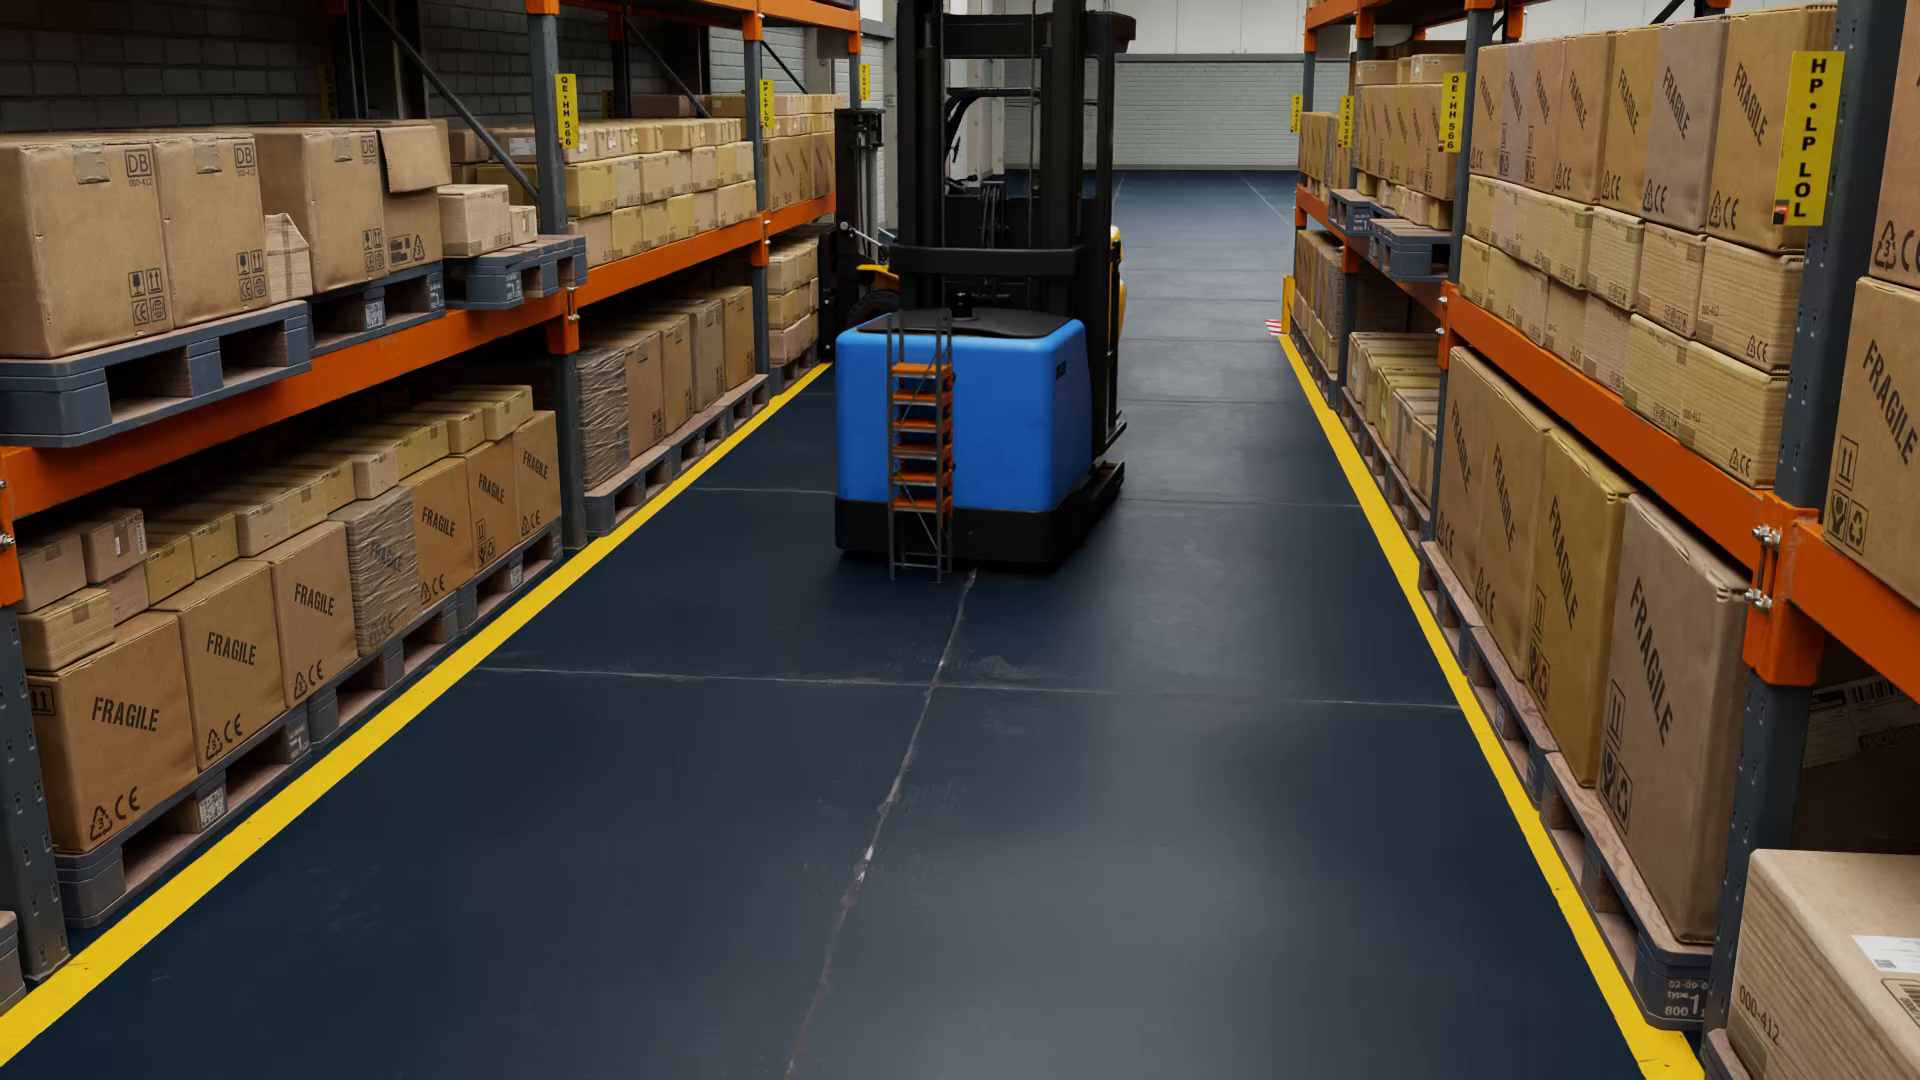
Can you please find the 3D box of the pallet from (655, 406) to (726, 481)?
[{"bbox_3d":[-2.036,-0.600,9.977,1.003,0.211,1.213,2,15,6],"label":"pallet"}]

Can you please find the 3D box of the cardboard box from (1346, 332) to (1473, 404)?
[{"bbox_3d":[3.020,-1.109,10.745,0.950,0.372,0.625,2,15,7],"label":"cardboard box"}]

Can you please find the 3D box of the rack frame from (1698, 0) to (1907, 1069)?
[{"bbox_3d":[2.174,-0.236,3.287,1.000,3.000,0.127,2,15,6],"label":"rack frame"}]

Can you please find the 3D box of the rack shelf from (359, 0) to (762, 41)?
[{"bbox_3d":[-2.082,-3.038,9.282,1.077,0.370,4.000,2,15,6],"label":"rack shelf"}]

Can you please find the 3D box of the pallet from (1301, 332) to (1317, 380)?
[{"bbox_3d":[3.252,-1.457,13.146,1.003,0.211,1.213,2,15,6],"label":"pallet"}]

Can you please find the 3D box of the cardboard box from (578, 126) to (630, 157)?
[{"bbox_3d":[-1.929,-2.059,8.595,0.380,0.149,0.250,2,15,7],"label":"cardboard box"}]

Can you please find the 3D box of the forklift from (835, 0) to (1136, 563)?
[{"bbox_3d":[0.284,-1.650,8.650,1.130,2.935,3.031,4,16,14],"label":"forklift"}]

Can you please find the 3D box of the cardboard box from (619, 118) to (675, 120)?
[{"bbox_3d":[-2.109,-2.732,11.086,0.380,0.149,0.250,1,15,5],"label":"cardboard box"}]

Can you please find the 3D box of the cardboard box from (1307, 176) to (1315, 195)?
[{"bbox_3d":[3.084,-2.948,13.799,0.380,0.149,0.250,2,15,7],"label":"cardboard box"}]

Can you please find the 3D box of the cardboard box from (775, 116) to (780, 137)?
[{"bbox_3d":[-1.529,-3.028,12.179,0.380,0.149,0.250,2,15,6],"label":"cardboard box"}]

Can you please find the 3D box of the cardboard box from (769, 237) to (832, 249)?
[{"bbox_3d":[-1.310,-2.328,13.572,0.500,0.250,0.500,1,15,5],"label":"cardboard box"}]

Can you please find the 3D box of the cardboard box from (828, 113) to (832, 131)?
[{"bbox_3d":[-1.277,-3.489,13.885,0.380,0.149,0.250,1,15,4],"label":"cardboard box"}]

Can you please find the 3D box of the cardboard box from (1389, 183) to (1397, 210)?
[{"bbox_3d":[2.524,-1.851,8.937,0.380,0.149,0.250,1,15,4],"label":"cardboard box"}]

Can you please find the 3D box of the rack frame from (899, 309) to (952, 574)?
[{"bbox_3d":[-0.153,-0.434,7.468,0.240,1.200,0.006,4,16,14],"label":"rack frame"}]

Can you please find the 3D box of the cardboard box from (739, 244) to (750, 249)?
[{"bbox_3d":[-1.880,-2.210,13.136,0.500,0.250,0.500,2,15,7],"label":"cardboard box"}]

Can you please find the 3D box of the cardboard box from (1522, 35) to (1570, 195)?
[{"bbox_3d":[2.206,-1.421,5.563,0.500,0.500,0.500,2,15,8],"label":"cardboard box"}]

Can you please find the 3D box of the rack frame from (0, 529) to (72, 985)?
[{"bbox_3d":[-2.759,-0.381,3.824,1.000,3.000,0.127,2,15,6],"label":"rack frame"}]

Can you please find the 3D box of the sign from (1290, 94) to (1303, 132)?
[{"bbox_3d":[2.989,-3.782,14.743,0.100,0.325,0.005,2,15,6],"label":"sign"}]

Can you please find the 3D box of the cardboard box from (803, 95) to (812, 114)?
[{"bbox_3d":[-1.403,-3.501,13.359,0.380,0.149,0.250,2,15,7],"label":"cardboard box"}]

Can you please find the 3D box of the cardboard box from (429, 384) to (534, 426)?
[{"bbox_3d":[-2.111,-0.592,7.347,0.380,0.149,0.250,1,15,4],"label":"cardboard box"}]

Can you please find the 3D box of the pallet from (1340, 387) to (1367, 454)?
[{"bbox_3d":[2.990,-0.763,10.578,1.003,0.211,1.213,2,15,6],"label":"pallet"}]

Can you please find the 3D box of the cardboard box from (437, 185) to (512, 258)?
[{"bbox_3d":[-2.105,-1.266,6.579,0.500,0.250,0.500,1,15,4],"label":"cardboard box"}]

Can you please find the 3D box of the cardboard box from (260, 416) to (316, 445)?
[{"bbox_3d":[-2.804,-0.399,6.632,0.380,0.149,0.250,1,15,4],"label":"cardboard box"}]

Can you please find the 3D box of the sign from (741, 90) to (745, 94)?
[{"bbox_3d":[-1.955,-3.967,15.277,0.100,0.325,0.005,2,15,6],"label":"sign"}]

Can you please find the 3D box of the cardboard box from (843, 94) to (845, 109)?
[{"bbox_3d":[-1.236,-3.899,14.831,0.380,0.149,0.250,2,15,6],"label":"cardboard box"}]

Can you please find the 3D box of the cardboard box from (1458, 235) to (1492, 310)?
[{"bbox_3d":[2.320,-1.081,6.702,0.500,0.250,0.500,1,15,5],"label":"cardboard box"}]

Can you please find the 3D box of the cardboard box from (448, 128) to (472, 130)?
[{"bbox_3d":[-2.553,-1.941,8.161,0.380,0.149,0.250,2,15,8],"label":"cardboard box"}]

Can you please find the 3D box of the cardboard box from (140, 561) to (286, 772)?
[{"bbox_3d":[-2.430,0.366,5.047,0.500,0.500,0.500,1,15,6],"label":"cardboard box"}]

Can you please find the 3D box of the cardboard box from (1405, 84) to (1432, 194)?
[{"bbox_3d":[2.448,-1.928,7.981,0.500,0.500,0.500,1,15,5],"label":"cardboard box"}]

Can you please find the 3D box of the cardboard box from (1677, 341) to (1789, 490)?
[{"bbox_3d":[1.974,-0.287,3.765,0.500,0.250,0.500,1,15,5],"label":"cardboard box"}]

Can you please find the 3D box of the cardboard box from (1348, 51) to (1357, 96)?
[{"bbox_3d":[3.687,-3.884,14.101,0.700,0.500,0.500,1,15,5],"label":"cardboard box"}]

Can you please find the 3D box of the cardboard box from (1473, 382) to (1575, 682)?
[{"bbox_3d":[2.360,-0.042,5.838,0.875,0.875,0.875,2,15,7],"label":"cardboard box"}]

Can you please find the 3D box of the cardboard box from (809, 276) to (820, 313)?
[{"bbox_3d":[-1.372,-1.950,13.131,0.500,0.250,0.500,2,15,6],"label":"cardboard box"}]

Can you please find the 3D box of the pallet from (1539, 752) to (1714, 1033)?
[{"bbox_3d":[2.186,0.908,4.400,1.003,0.211,1.213,2,15,6],"label":"pallet"}]

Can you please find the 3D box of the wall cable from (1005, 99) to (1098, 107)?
[{"bbox_3d":[2.653,-13.242,45.844,3.097,2.526,0.112,2,15,6],"label":"wall cable"}]

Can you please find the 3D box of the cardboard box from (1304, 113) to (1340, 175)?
[{"bbox_3d":[3.143,-3.291,13.824,0.500,0.500,0.500,2,15,8],"label":"cardboard box"}]

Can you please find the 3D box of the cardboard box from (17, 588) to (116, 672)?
[{"bbox_3d":[-2.454,0.225,4.326,0.380,0.149,0.250,2,15,9],"label":"cardboard box"}]

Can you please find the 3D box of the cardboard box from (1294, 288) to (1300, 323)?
[{"bbox_3d":[3.162,-2.022,14.358,0.500,0.250,0.500,2,15,6],"label":"cardboard box"}]

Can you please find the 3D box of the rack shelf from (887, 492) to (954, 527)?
[{"bbox_3d":[-0.176,-0.136,7.457,0.258,0.103,0.180,4,16,14],"label":"rack shelf"}]

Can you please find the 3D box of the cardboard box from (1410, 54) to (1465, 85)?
[{"bbox_3d":[2.529,-2.414,8.533,0.380,0.149,0.250,1,15,4],"label":"cardboard box"}]

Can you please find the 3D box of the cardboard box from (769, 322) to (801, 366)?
[{"bbox_3d":[-1.472,-1.447,12.230,0.500,0.250,0.500,2,15,7],"label":"cardboard box"}]

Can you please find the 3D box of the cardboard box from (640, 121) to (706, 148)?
[{"bbox_3d":[-1.755,-2.455,10.059,0.380,0.149,0.250,1,15,5],"label":"cardboard box"}]

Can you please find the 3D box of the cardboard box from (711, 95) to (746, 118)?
[{"bbox_3d":[-1.525,-3.035,11.635,0.380,0.149,0.250,2,15,7],"label":"cardboard box"}]

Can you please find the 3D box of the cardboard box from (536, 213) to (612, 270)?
[{"bbox_3d":[-2.015,-1.454,8.080,0.500,0.250,0.500,2,15,6],"label":"cardboard box"}]

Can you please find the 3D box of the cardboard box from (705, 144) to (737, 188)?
[{"bbox_3d":[-1.708,-2.356,10.459,0.500,0.250,0.500,1,15,5],"label":"cardboard box"}]

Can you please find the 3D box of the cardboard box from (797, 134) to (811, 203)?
[{"bbox_3d":[-1.448,-2.878,12.869,0.500,0.500,0.500,2,15,6],"label":"cardboard box"}]

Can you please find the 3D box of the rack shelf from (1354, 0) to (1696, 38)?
[{"bbox_3d":[2.851,-2.893,8.745,1.077,0.370,4.000,2,15,6],"label":"rack shelf"}]

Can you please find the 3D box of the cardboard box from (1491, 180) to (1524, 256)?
[{"bbox_3d":[2.263,-1.184,6.124,0.500,0.250,0.500,2,15,8],"label":"cardboard box"}]

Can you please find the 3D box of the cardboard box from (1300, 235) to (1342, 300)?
[{"bbox_3d":[3.105,-2.242,13.735,0.500,0.500,0.500,1,15,4],"label":"cardboard box"}]

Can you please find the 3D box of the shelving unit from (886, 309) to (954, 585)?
[{"bbox_3d":[-0.176,-0.411,7.383,0.258,1.200,0.189,4,16,14],"label":"shelving unit"}]

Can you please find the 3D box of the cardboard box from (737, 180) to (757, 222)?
[{"bbox_3d":[-1.653,-2.245,11.005,0.500,0.250,0.500,2,15,8],"label":"cardboard box"}]

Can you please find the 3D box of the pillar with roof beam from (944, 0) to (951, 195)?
[{"bbox_3d":[3.930,-10.777,30.778,9.100,9.000,0.400,2,15,6],"label":"pillar with roof beam"}]

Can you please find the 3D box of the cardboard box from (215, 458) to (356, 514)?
[{"bbox_3d":[-2.367,-0.187,5.848,0.380,0.149,0.250,2,15,6],"label":"cardboard box"}]
